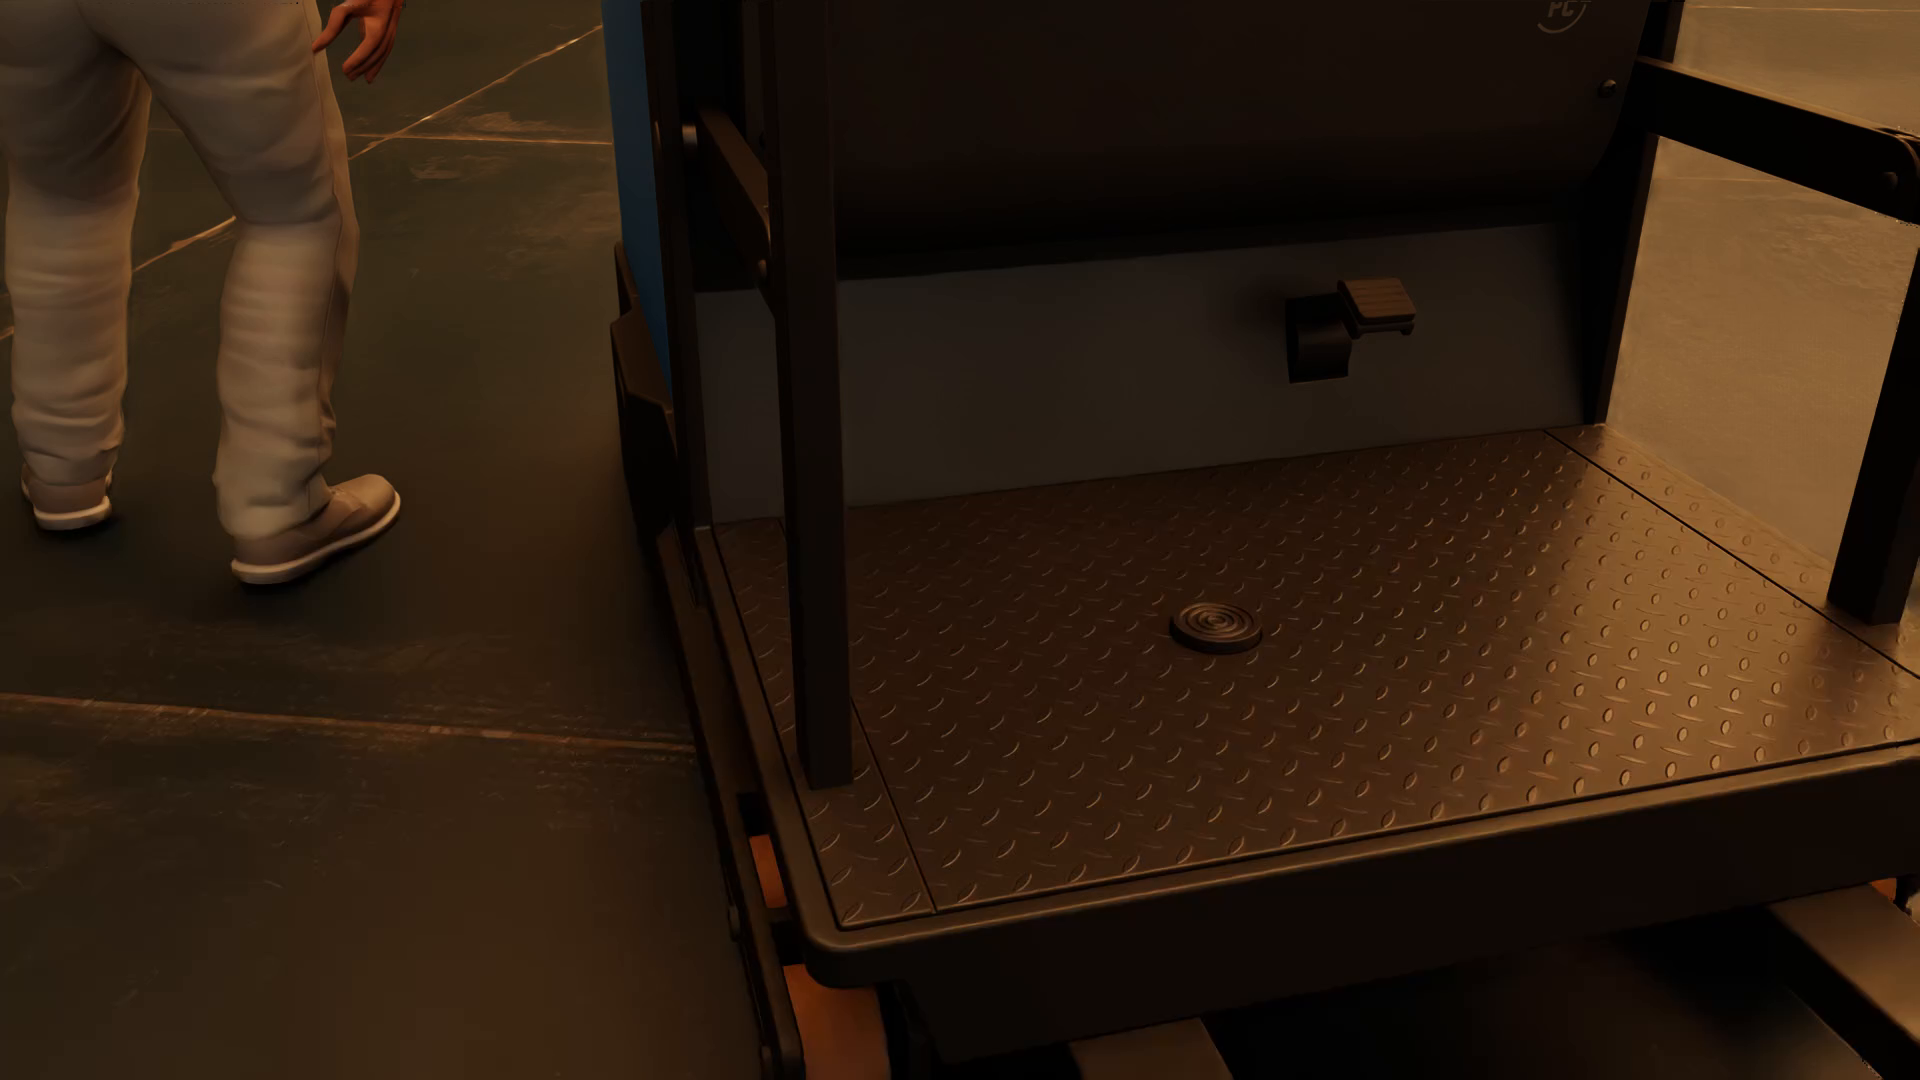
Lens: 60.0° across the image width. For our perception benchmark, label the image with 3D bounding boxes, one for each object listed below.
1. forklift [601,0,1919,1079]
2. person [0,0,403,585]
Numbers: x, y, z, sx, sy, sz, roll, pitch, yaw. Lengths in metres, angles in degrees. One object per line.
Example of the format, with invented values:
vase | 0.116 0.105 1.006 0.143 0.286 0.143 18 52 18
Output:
forklift | 0.298 -0.978 1.177 1.130 2.935 3.031 -7 27 -14
person | -1.101 -0.782 2.154 0.858 1.718 0.423 4 27 8
